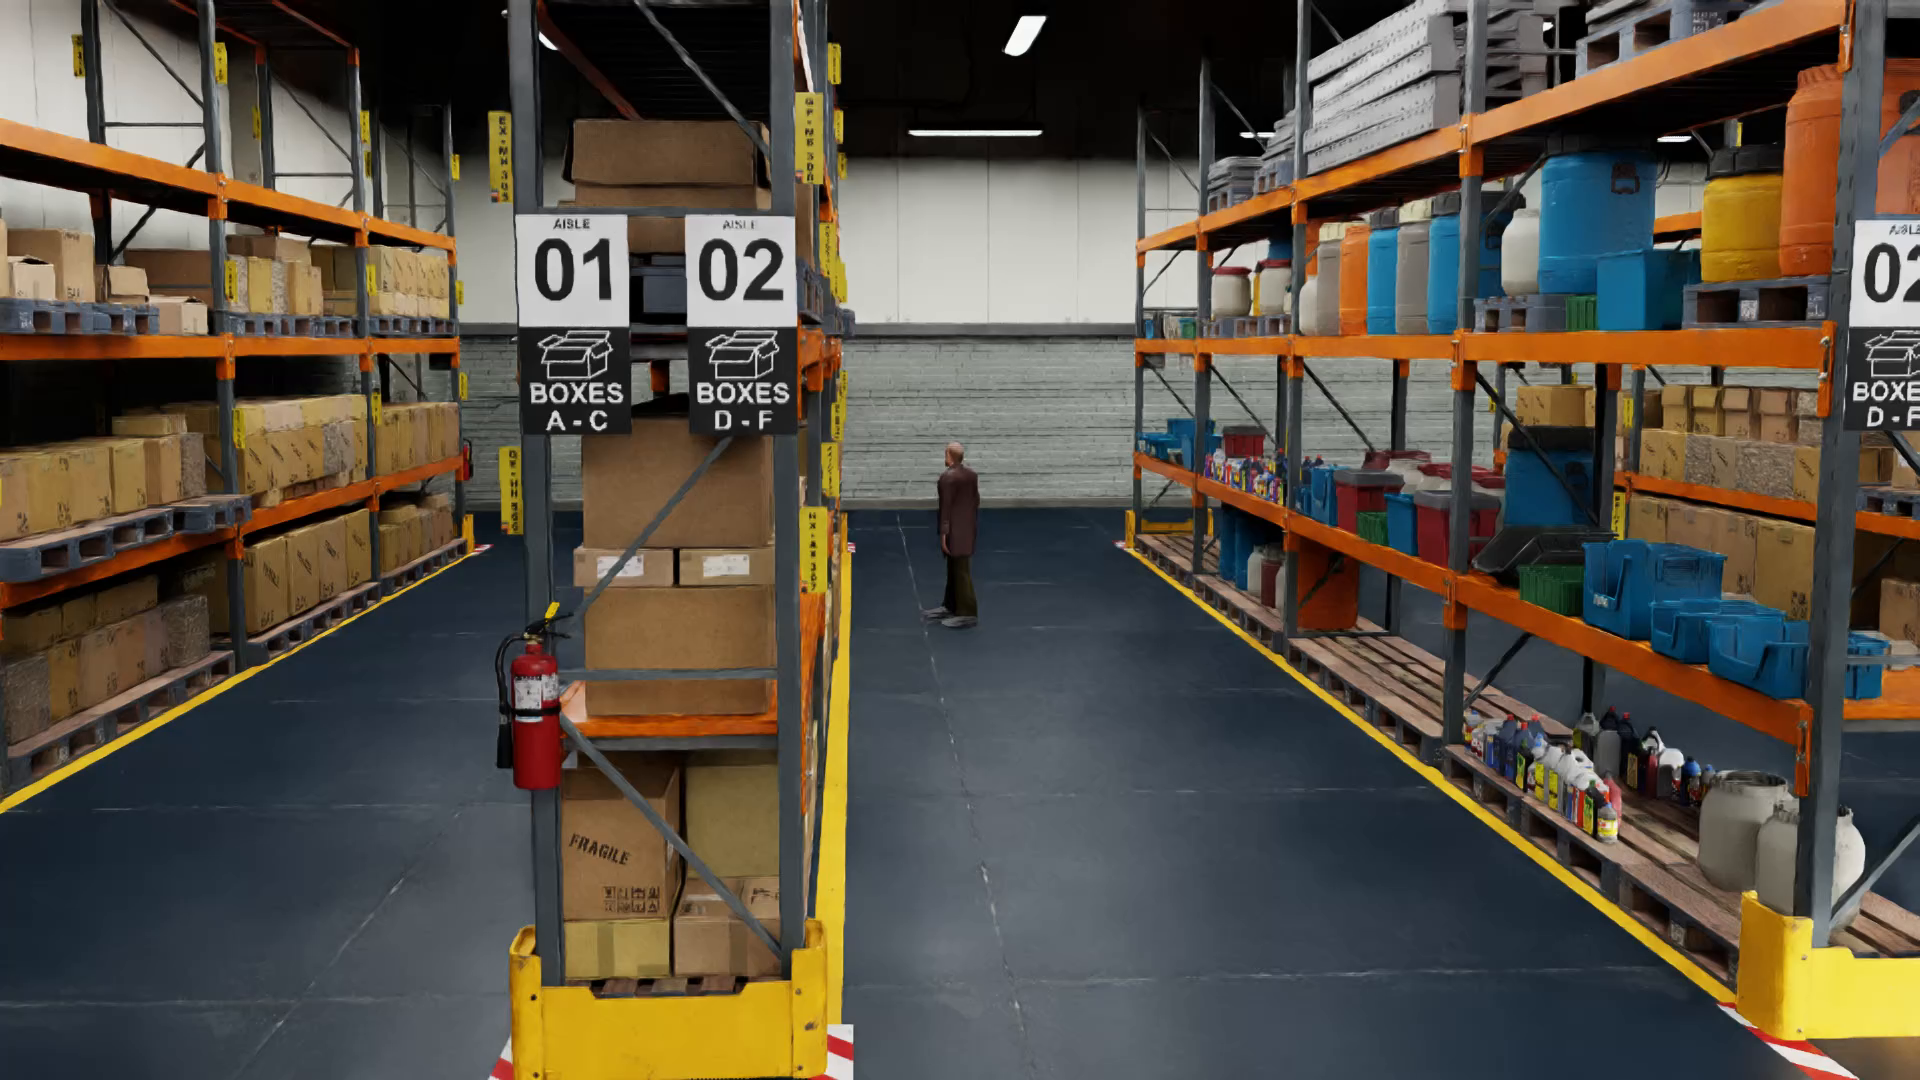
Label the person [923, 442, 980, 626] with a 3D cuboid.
[{"bbox_3d":[-0.062,-0.022,16.339,0.645,1.676,0.677,3,7,26],"label":"person"}]
